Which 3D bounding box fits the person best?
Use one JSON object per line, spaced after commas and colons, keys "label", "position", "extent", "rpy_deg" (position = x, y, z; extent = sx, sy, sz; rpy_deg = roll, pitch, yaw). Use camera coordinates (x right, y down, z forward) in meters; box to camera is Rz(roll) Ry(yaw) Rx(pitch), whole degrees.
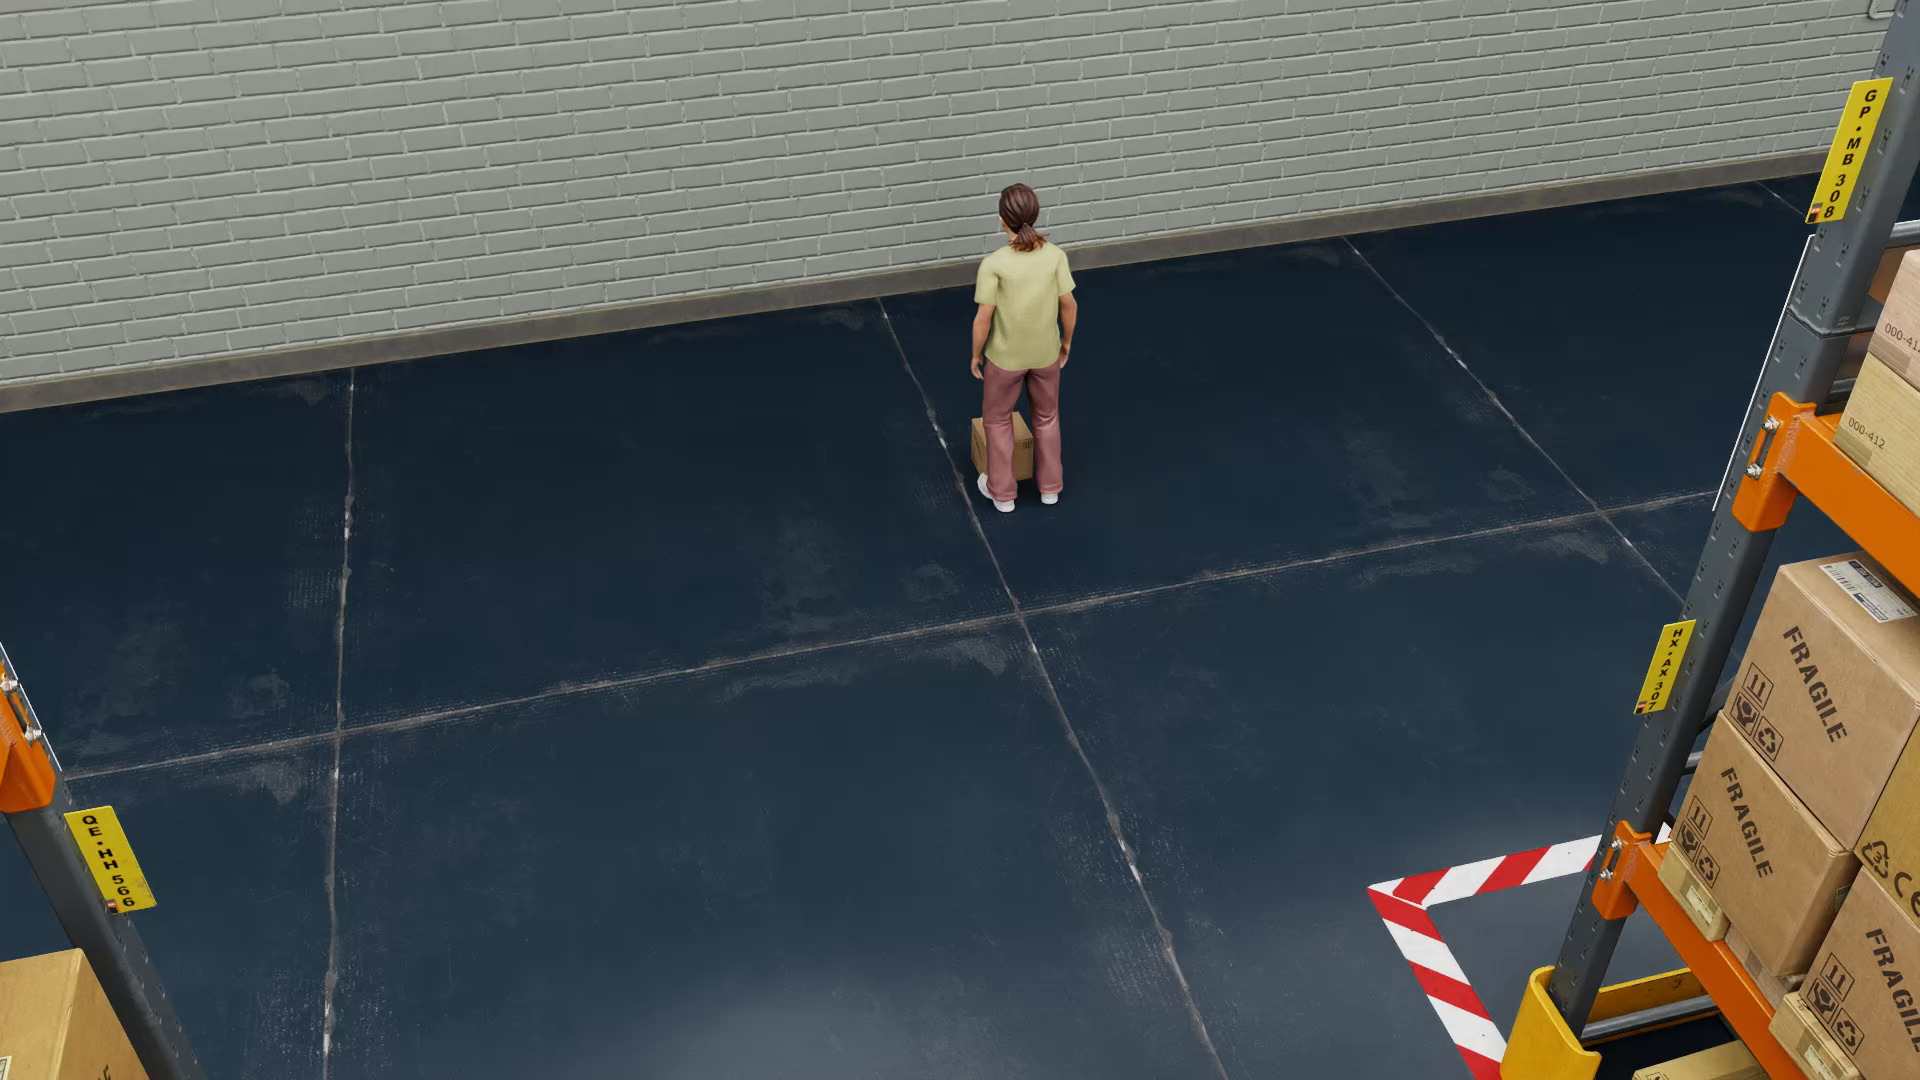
{"label": "person", "position": [0.287, -0.877, 7.824], "extent": [0.499, 1.673, 0.354], "rpy_deg": [-9, 39, -12]}
